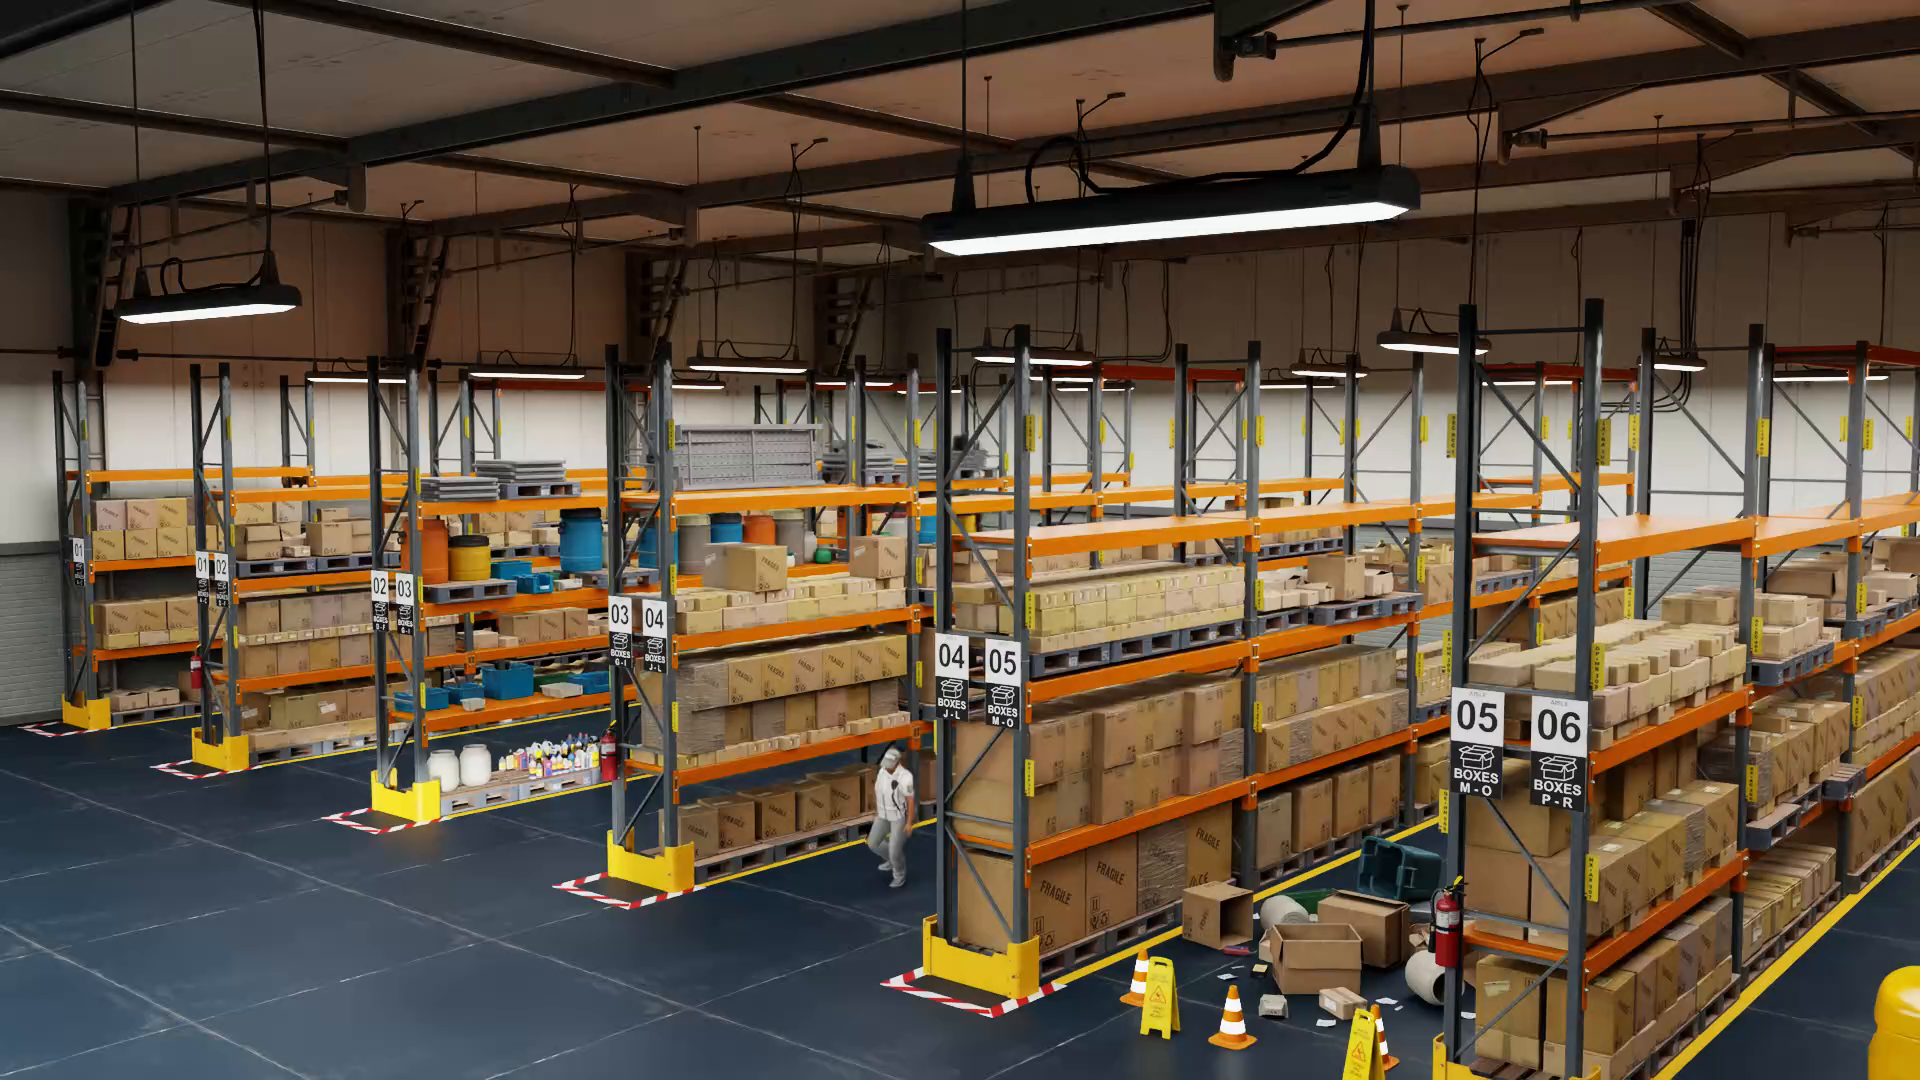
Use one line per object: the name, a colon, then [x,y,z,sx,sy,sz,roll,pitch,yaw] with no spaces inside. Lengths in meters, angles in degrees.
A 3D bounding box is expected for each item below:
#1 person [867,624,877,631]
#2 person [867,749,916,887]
person: [-1.841,1.946,32.444,0.691,1.789,0.721,2,5,31]
person: [-0.734,3.045,18.377,0.756,1.579,0.693,3,5,38]
